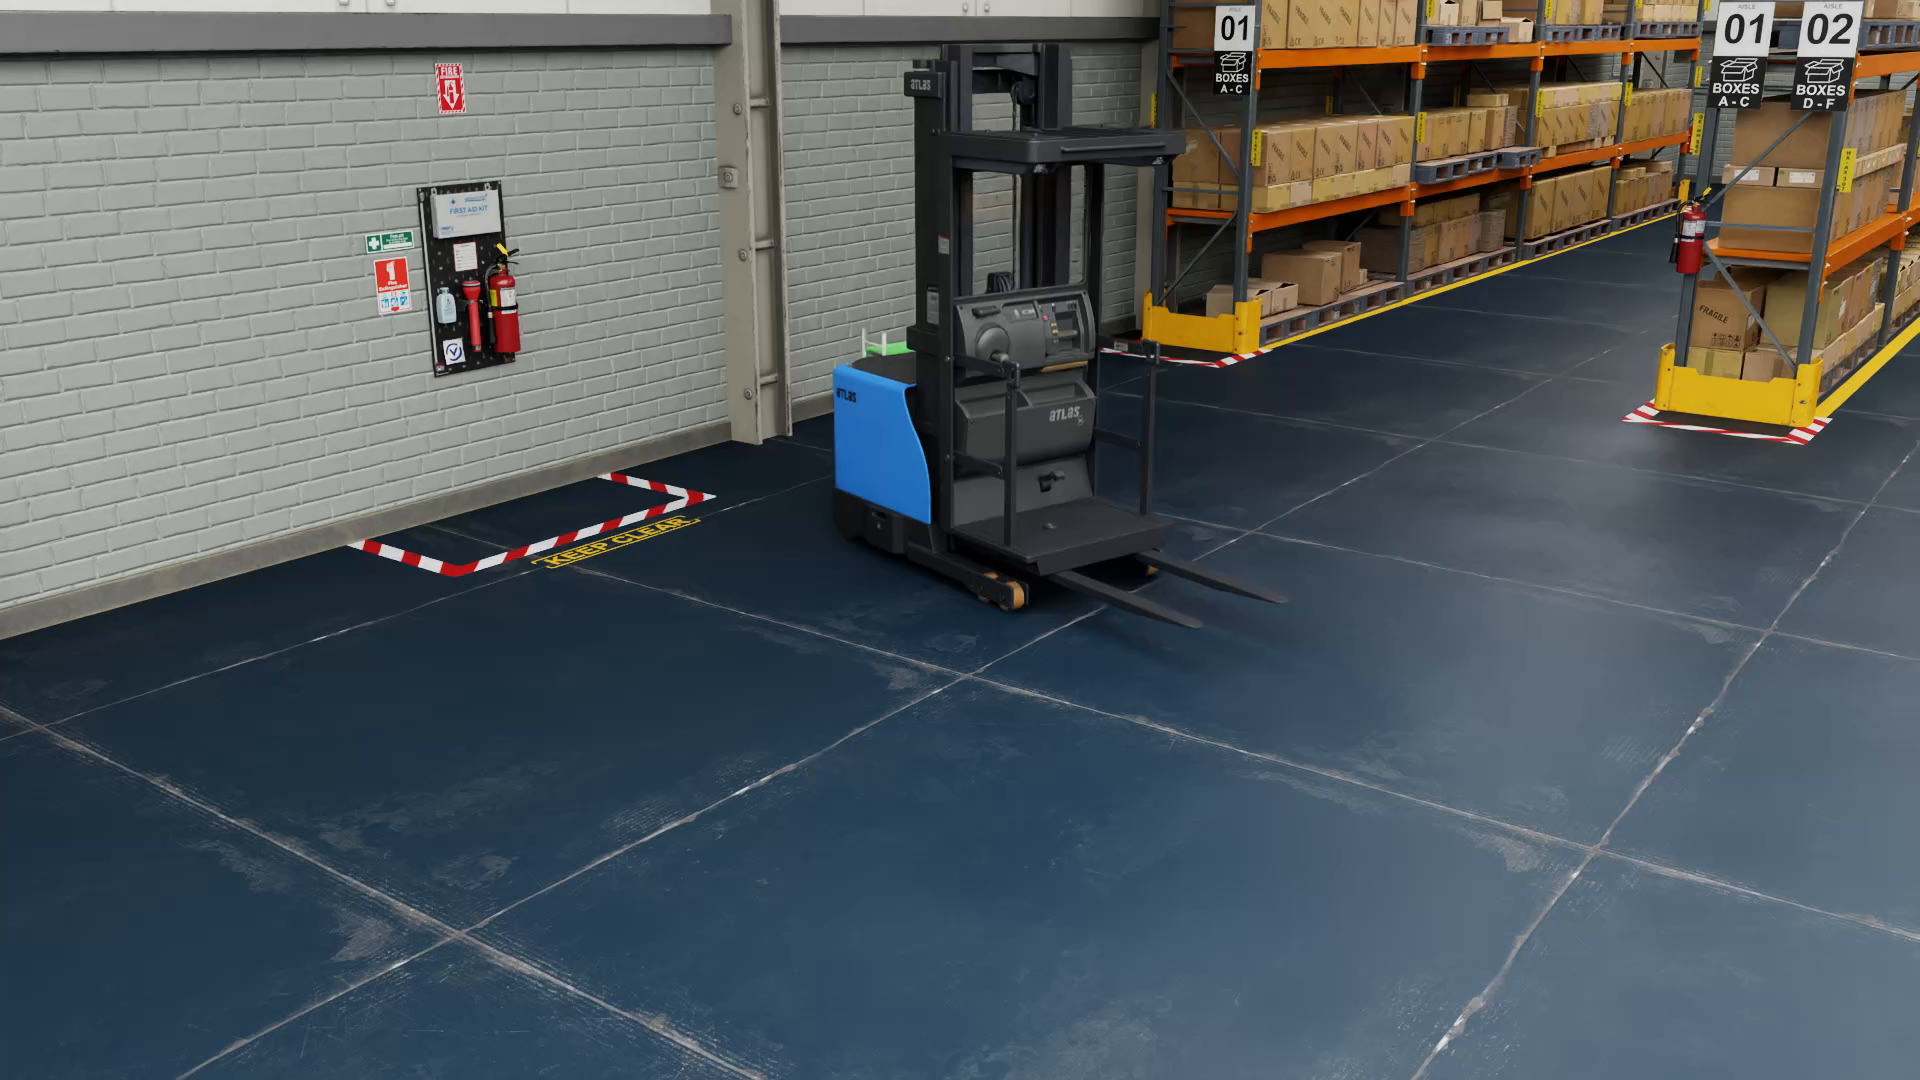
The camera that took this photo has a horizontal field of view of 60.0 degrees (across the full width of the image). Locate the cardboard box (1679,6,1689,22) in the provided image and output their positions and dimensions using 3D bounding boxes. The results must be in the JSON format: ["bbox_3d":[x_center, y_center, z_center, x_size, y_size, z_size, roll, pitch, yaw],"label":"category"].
[{"bbox_3d":[11.321,-8.410,26.585,0.500,0.250,0.500,11,21,33],"label":"cardboard box"}]

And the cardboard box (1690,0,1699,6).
[{"bbox_3d":[11.636,-8.891,26.869,0.500,0.500,0.500,12,21,35],"label":"cardboard box"}]

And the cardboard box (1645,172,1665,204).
[{"bbox_3d":[11.219,-5.849,27.528,0.700,0.500,0.500,12,21,35],"label":"cardboard box"}]

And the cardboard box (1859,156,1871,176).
[{"bbox_3d":[7.624,-3.239,14.355,0.380,0.149,0.250,13,21,35],"label":"cardboard box"}]

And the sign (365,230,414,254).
[{"bbox_3d":[-3.438,-1.800,10.028,0.001,0.109,0.331,12,21,35],"label":"sign"}]

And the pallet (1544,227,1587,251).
[{"bbox_3d":[8.344,-4.373,23.968,1.003,0.211,1.213,12,21,35],"label":"pallet"}]

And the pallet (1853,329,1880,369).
[{"bbox_3d":[8.177,-1.900,16.005,1.003,0.211,1.213,12,21,35],"label":"pallet"}]

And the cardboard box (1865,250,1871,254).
[{"bbox_3d":[9.602,-3.078,18.081,0.500,0.311,0.500,12,21,34],"label":"cardboard box"}]

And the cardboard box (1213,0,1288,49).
[{"bbox_3d":[2.720,-4.860,15.577,0.500,0.500,0.500,13,22,36],"label":"cardboard box"}]

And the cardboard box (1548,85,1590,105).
[{"bbox_3d":[8.478,-6.231,23.283,0.500,0.250,0.500,12,21,34],"label":"cardboard box"}]

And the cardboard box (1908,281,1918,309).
[{"bbox_3d":[9.735,-2.598,17.481,0.500,0.250,0.500,12,21,33],"label":"cardboard box"}]

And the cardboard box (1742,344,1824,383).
[{"bbox_3d":[6.799,-1.436,13.740,0.500,0.250,0.500,12,21,35],"label":"cardboard box"}]

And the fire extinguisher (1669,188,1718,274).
[{"bbox_3d":[5.857,-2.478,13.294,0.296,0.674,0.183,12,21,35],"label":"fire extinguisher"}]

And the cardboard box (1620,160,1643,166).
[{"bbox_3d":[11.129,-6.222,27.636,0.380,0.149,0.250,12,21,35],"label":"cardboard box"}]

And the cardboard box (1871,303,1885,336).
[{"bbox_3d":[8.583,-2.152,16.043,0.500,0.250,0.500,12,21,35],"label":"cardboard box"}]

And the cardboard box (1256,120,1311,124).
[{"bbox_3d":[3.343,-4.143,17.481,0.500,0.500,0.500,13,21,35],"label":"cardboard box"}]

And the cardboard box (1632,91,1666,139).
[{"bbox_3d":[10.671,-6.811,26.612,0.980,0.700,0.700,11,20,32],"label":"cardboard box"}]

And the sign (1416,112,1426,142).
[{"bbox_3d":[5.144,-4.607,18.562,0.100,0.325,0.005,12,21,35],"label":"sign"}]

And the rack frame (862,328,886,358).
[{"bbox_3d":[-0.537,-0.736,10.588,0.015,1.200,0.240,-13,21,-35],"label":"rack frame"}]

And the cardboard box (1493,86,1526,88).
[{"bbox_3d":[7.460,-6.074,22.779,0.500,0.250,0.500,12,21,33],"label":"cardboard box"}]

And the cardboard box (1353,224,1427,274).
[{"bbox_3d":[5.129,-3.482,19.873,0.700,0.500,0.500,13,22,37],"label":"cardboard box"}]

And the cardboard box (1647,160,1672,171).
[{"bbox_3d":[11.587,-6.215,27.613,0.380,0.149,0.250,12,21,34],"label":"cardboard box"}]

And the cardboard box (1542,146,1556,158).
[{"bbox_3d":[7.852,-5.274,22.560,0.380,0.149,0.250,13,22,36],"label":"cardboard box"}]

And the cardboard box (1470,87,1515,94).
[{"bbox_3d":[7.149,-5.952,22.383,0.500,0.250,0.500,13,22,36],"label":"cardboard box"}]

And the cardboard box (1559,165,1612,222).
[{"bbox_3d":[9.187,-5.189,24.813,0.750,0.750,0.750,13,21,35],"label":"cardboard box"}]

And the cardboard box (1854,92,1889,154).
[{"bbox_3d":[7.826,-3.734,14.854,0.700,0.500,0.500,12,21,35],"label":"cardboard box"}]

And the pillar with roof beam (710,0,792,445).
[{"bbox_3d":[1.925,-4.330,9.013,9.100,9.000,0.400,12,21,35],"label":"pillar with roof beam"}]

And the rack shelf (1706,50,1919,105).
[{"bbox_3d":[7.492,-4.026,14.305,1.077,0.370,4.000,12,21,35],"label":"rack shelf"}]

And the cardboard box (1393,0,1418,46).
[{"bbox_3d":[4.600,-5.613,18.001,0.500,0.500,0.500,13,22,36],"label":"cardboard box"}]

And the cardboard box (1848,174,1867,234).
[{"bbox_3d":[7.509,-2.986,14.634,0.700,0.500,0.500,13,22,36],"label":"cardboard box"}]

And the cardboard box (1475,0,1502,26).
[{"bbox_3d":[6.240,-6.439,20.656,0.797,0.503,0.637,16,24,42],"label":"cardboard box"}]

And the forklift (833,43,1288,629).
[{"bbox_3d":[0.503,-1.176,9.089,1.130,2.935,3.031,-13,21,-35],"label":"forklift"}]

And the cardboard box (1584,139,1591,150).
[{"bbox_3d":[8.865,-5.714,23.977,0.380,0.149,0.250,12,21,35],"label":"cardboard box"}]

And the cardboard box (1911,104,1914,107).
[{"bbox_3d":[12.989,-5.494,22.000,0.700,0.500,0.500,5,18,16],"label":"cardboard box"}]

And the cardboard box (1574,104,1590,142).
[{"bbox_3d":[8.502,-5.877,23.406,0.500,0.500,0.500,13,22,36],"label":"cardboard box"}]

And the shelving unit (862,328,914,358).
[{"bbox_3d":[-0.342,-0.779,10.728,0.503,1.200,0.258,-13,21,-35],"label":"shelving unit"}]

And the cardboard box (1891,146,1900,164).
[{"bbox_3d":[8.545,-3.610,15.547,0.380,0.149,0.250,12,21,34],"label":"cardboard box"}]

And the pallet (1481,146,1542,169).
[{"bbox_3d":[6.748,-4.960,21.482,1.213,0.211,1.003,12,21,35],"label":"pallet"}]

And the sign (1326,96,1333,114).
[{"bbox_3d":[4.256,-4.938,19.135,0.100,0.325,0.005,12,21,35],"label":"sign"}]

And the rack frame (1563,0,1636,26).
[{"bbox_3d":[9.470,-9.058,24.239,1.000,3.000,0.127,12,21,35],"label":"rack frame"}]

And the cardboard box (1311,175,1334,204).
[{"bbox_3d":[3.472,-3.580,16.932,0.500,0.250,0.500,12,21,34],"label":"cardboard box"}]

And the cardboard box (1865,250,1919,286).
[{"bbox_3d":[9.740,-2.865,17.393,0.500,0.311,0.500,12,21,33],"label":"cardboard box"}]

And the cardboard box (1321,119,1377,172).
[{"bbox_3d":[4.069,-4.179,17.596,0.500,0.500,0.500,12,21,33],"label":"cardboard box"}]

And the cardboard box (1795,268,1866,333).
[{"bbox_3d":[7.695,-2.151,14.777,0.500,0.500,0.500,12,21,35],"label":"cardboard box"}]

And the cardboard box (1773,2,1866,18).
[{"bbox_3d":[6.646,-4.346,13.005,0.797,0.503,0.637,14,22,38],"label":"cardboard box"}]

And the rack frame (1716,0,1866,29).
[{"bbox_3d":[6.301,-5.326,12.220,1.000,3.000,0.127,12,21,35],"label":"rack frame"}]

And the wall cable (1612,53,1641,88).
[{"bbox_3d":[11.857,-8.103,29.567,0.084,1.984,1.851,12,21,35],"label":"wall cable"}]

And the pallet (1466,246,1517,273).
[{"bbox_3d":[6.620,-3.723,21.876,1.003,0.211,1.213,12,21,35],"label":"pallet"}]

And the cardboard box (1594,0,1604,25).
[{"bbox_3d":[8.858,-7.693,23.992,0.700,0.500,0.500,11,20,32],"label":"cardboard box"}]

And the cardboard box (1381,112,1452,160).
[{"bbox_3d":[5.373,-4.793,19.709,0.700,0.500,0.500,15,23,40],"label":"cardboard box"}]

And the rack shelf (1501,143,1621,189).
[{"bbox_3d":[8.278,-5.373,23.702,1.077,0.370,4.000,12,21,35],"label":"rack shelf"}]

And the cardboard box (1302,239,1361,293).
[{"bbox_3d":[4.117,-3.050,18.480,0.500,0.500,0.500,11,20,31],"label":"cardboard box"}]

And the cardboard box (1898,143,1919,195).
[{"bbox_3d":[10.081,-4.011,17.934,0.500,0.500,0.500,11,20,32],"label":"cardboard box"}]
